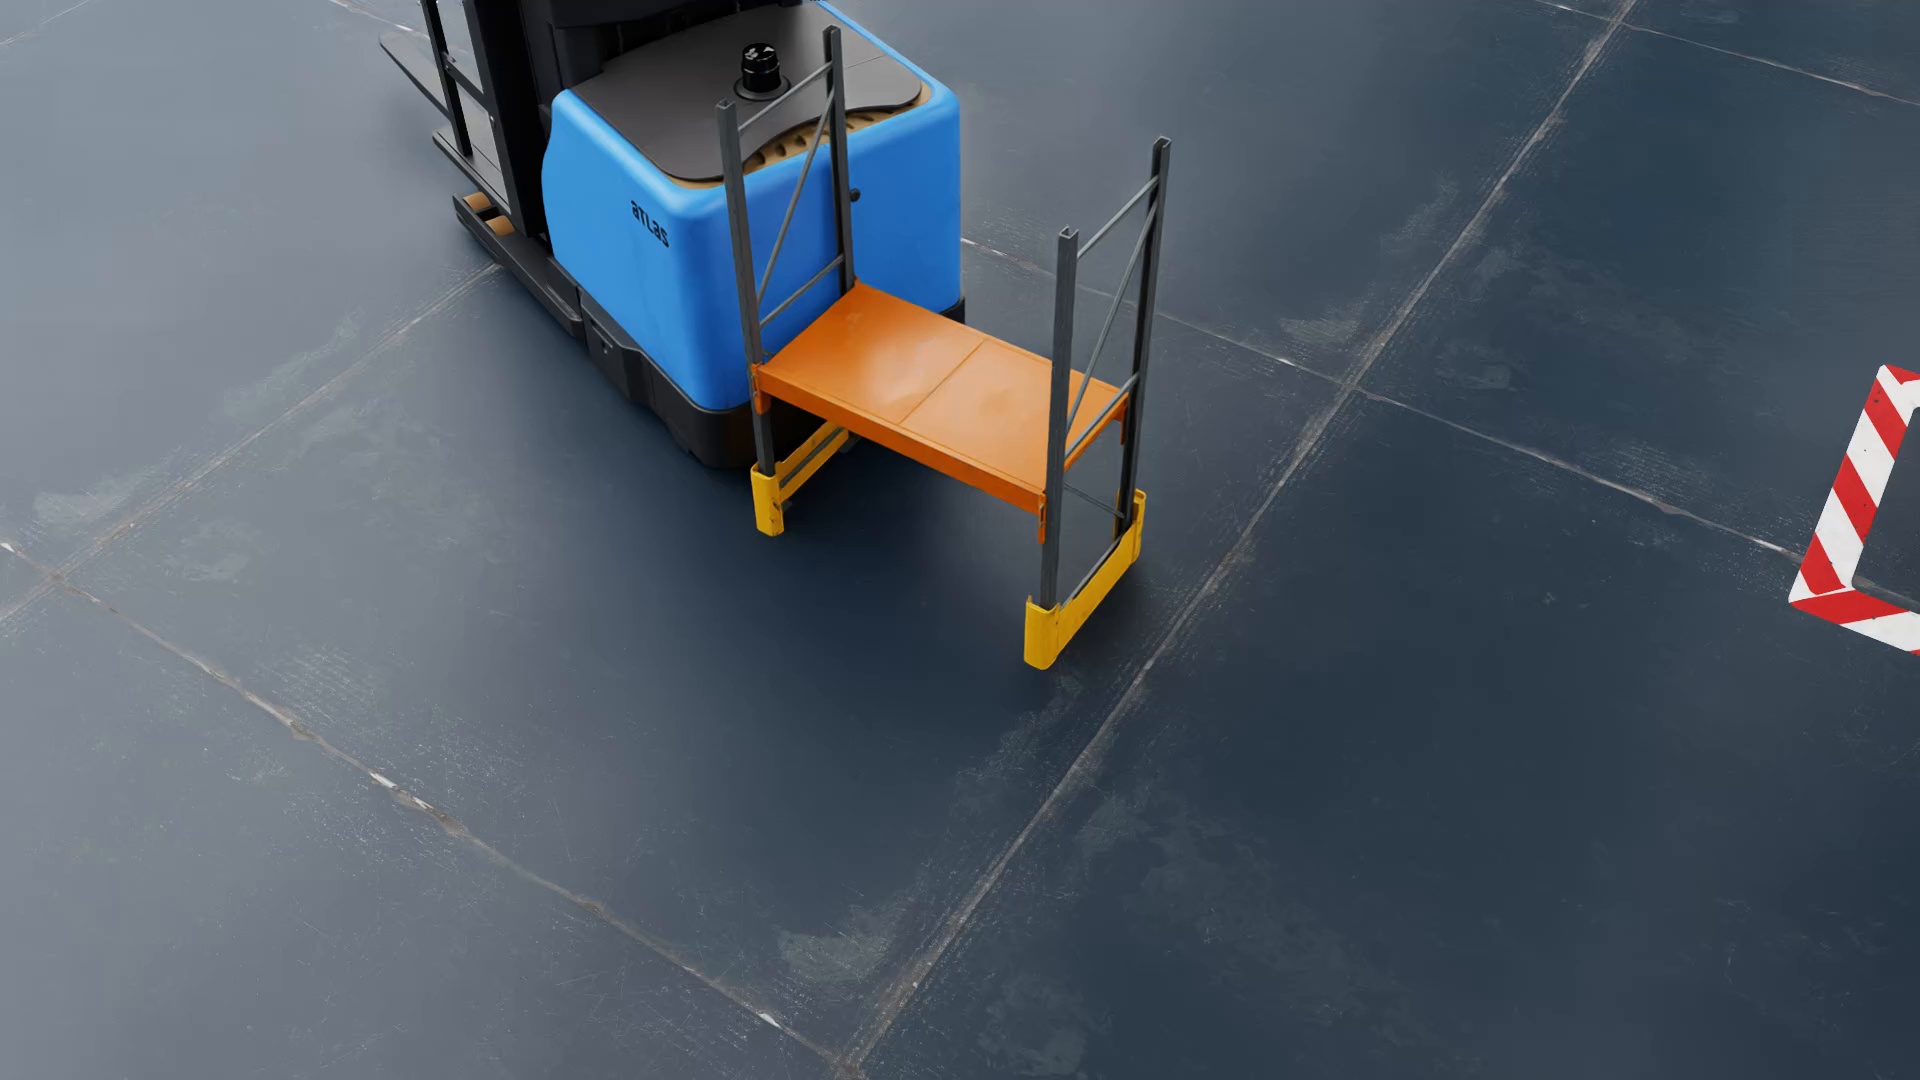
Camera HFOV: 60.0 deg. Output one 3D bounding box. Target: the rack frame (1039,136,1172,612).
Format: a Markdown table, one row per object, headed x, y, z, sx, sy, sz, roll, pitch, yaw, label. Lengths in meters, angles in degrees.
| x | y | z | sx | sy | sz | roll | pitch | yaw | label |
| --- | --- | --- | --- | --- | --- | --- | --- | --- | --- |
| 0.377 | -0.327 | 4.522 | 0.032 | 1.500 | 0.500 | 25 | 51 | 22 | rack frame |

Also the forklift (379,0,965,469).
| x | y | z | sx | sy | sz | roll | pitch | yaw | label |
| --- | --- | --- | --- | --- | --- | --- | --- | --- | --- |
| -1.270 | -2.263 | 5.405 | 1.130 | 2.935 | 3.031 | -28 | 52 | -25 | forklift |

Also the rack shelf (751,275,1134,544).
| x | y | z | sx | sy | sz | roll | pitch | yaw | label |
| --- | --- | --- | --- | --- | --- | --- | --- | --- | --- |
| -0.048 | -0.402 | 4.845 | 1.000 | 0.185 | 0.538 | 25 | 51 | 22 | rack shelf |

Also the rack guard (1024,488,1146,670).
| x | y | z | sx | sy | sz | roll | pitch | yaw | label |
| --- | --- | --- | --- | --- | --- | --- | --- | --- | --- |
| 0.376 | 0.108 | 4.971 | 0.087 | 0.250 | 0.587 | 25 | 51 | 22 | rack guard |

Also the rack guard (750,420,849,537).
| x | y | z | sx | sy | sz | roll | pitch | yaw | label |
| --- | --- | --- | --- | --- | --- | --- | --- | --- | --- |
| -0.457 | -0.284 | 5.352 | 0.087 | 0.250 | 0.587 | 25 | 51 | 22 | rack guard |

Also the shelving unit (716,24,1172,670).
| x | y | z | sx | sy | sz | roll | pitch | yaw | label |
| --- | --- | --- | --- | --- | --- | --- | --- | --- | --- |
| -0.041 | -0.524 | 4.713 | 1.083 | 1.500 | 0.587 | 25 | 51 | 22 | shelving unit |

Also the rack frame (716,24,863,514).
| x | y | z | sx | sy | sz | roll | pitch | yaw | label |
| --- | --- | --- | --- | --- | --- | --- | --- | --- | --- |
| -0.473 | -0.727 | 4.911 | 0.032 | 1.500 | 0.500 | 25 | 51 | 22 | rack frame |
